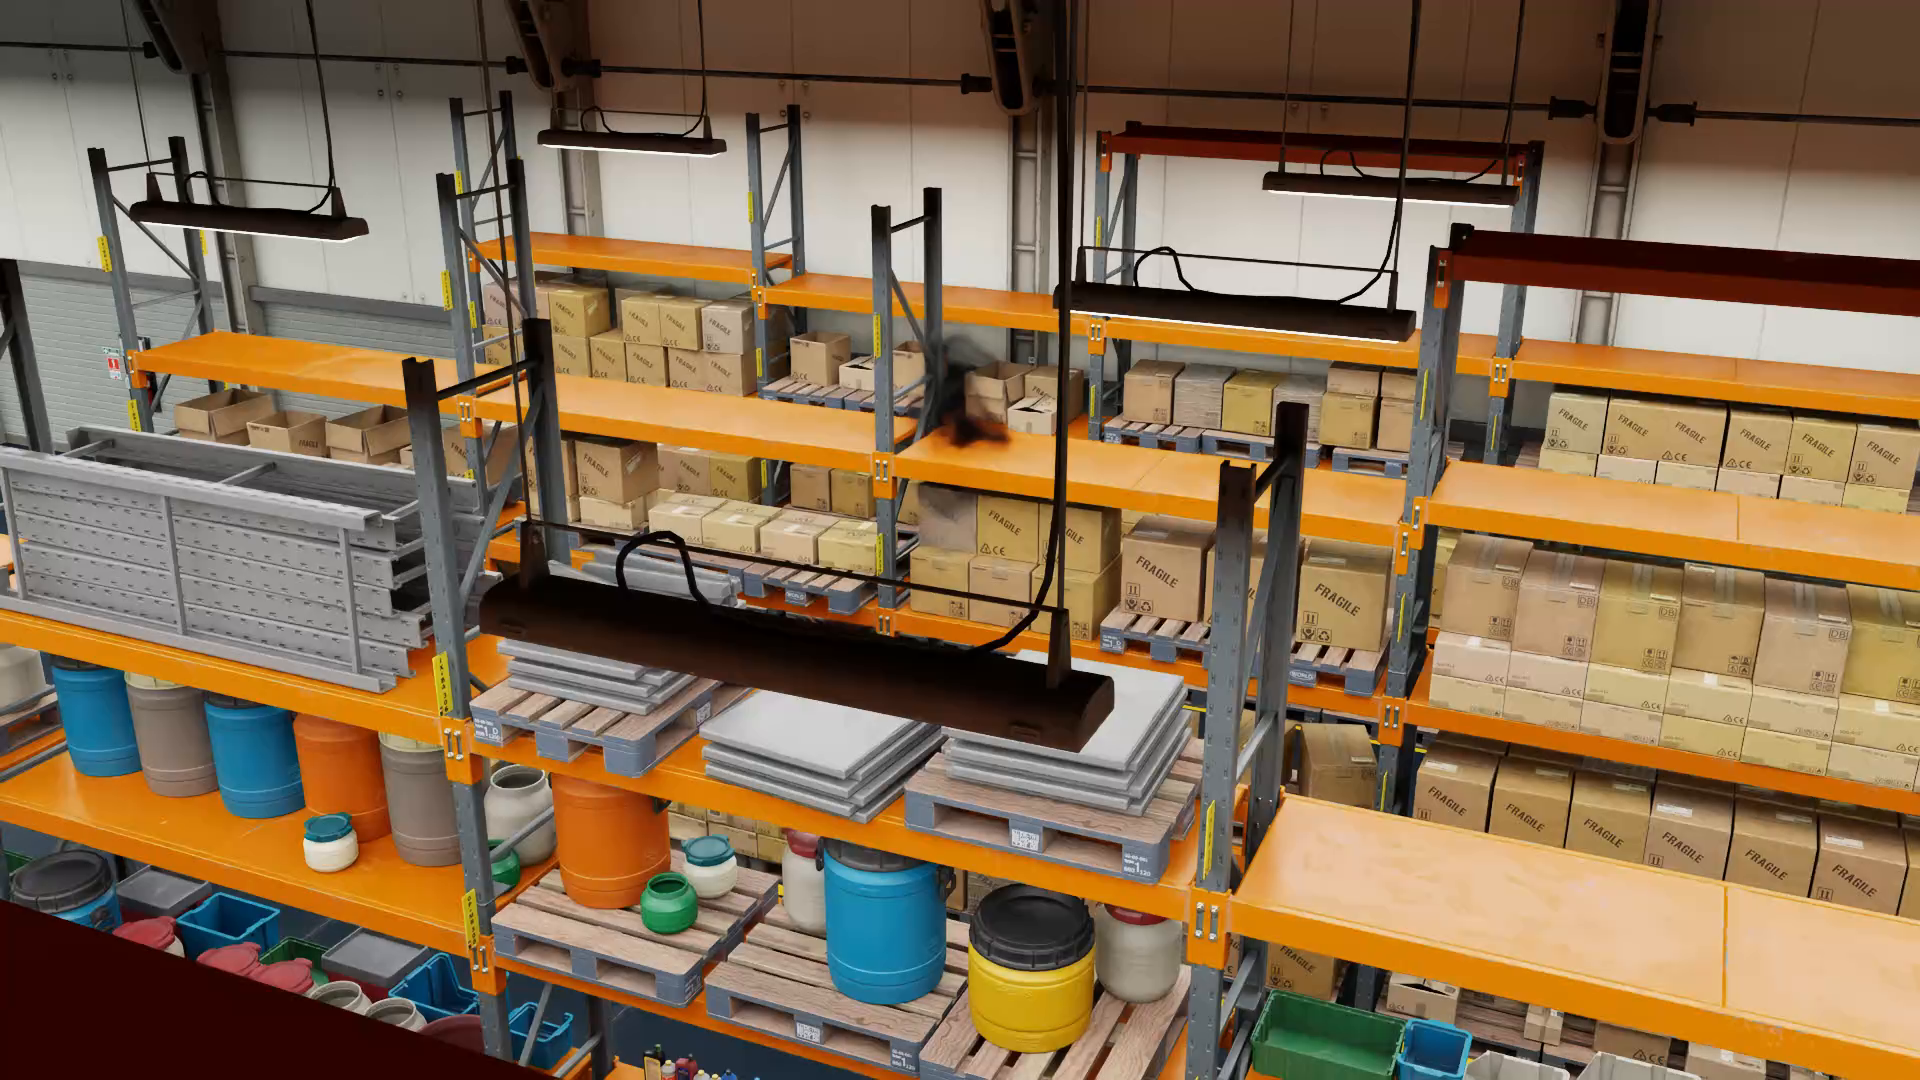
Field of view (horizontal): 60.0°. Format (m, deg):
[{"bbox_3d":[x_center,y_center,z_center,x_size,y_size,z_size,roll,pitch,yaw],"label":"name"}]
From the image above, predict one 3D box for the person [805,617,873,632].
[{"bbox_3d":[-1.182,1.144,16.369,0.739,1.837,0.683,7,22,18],"label":"person"}]
